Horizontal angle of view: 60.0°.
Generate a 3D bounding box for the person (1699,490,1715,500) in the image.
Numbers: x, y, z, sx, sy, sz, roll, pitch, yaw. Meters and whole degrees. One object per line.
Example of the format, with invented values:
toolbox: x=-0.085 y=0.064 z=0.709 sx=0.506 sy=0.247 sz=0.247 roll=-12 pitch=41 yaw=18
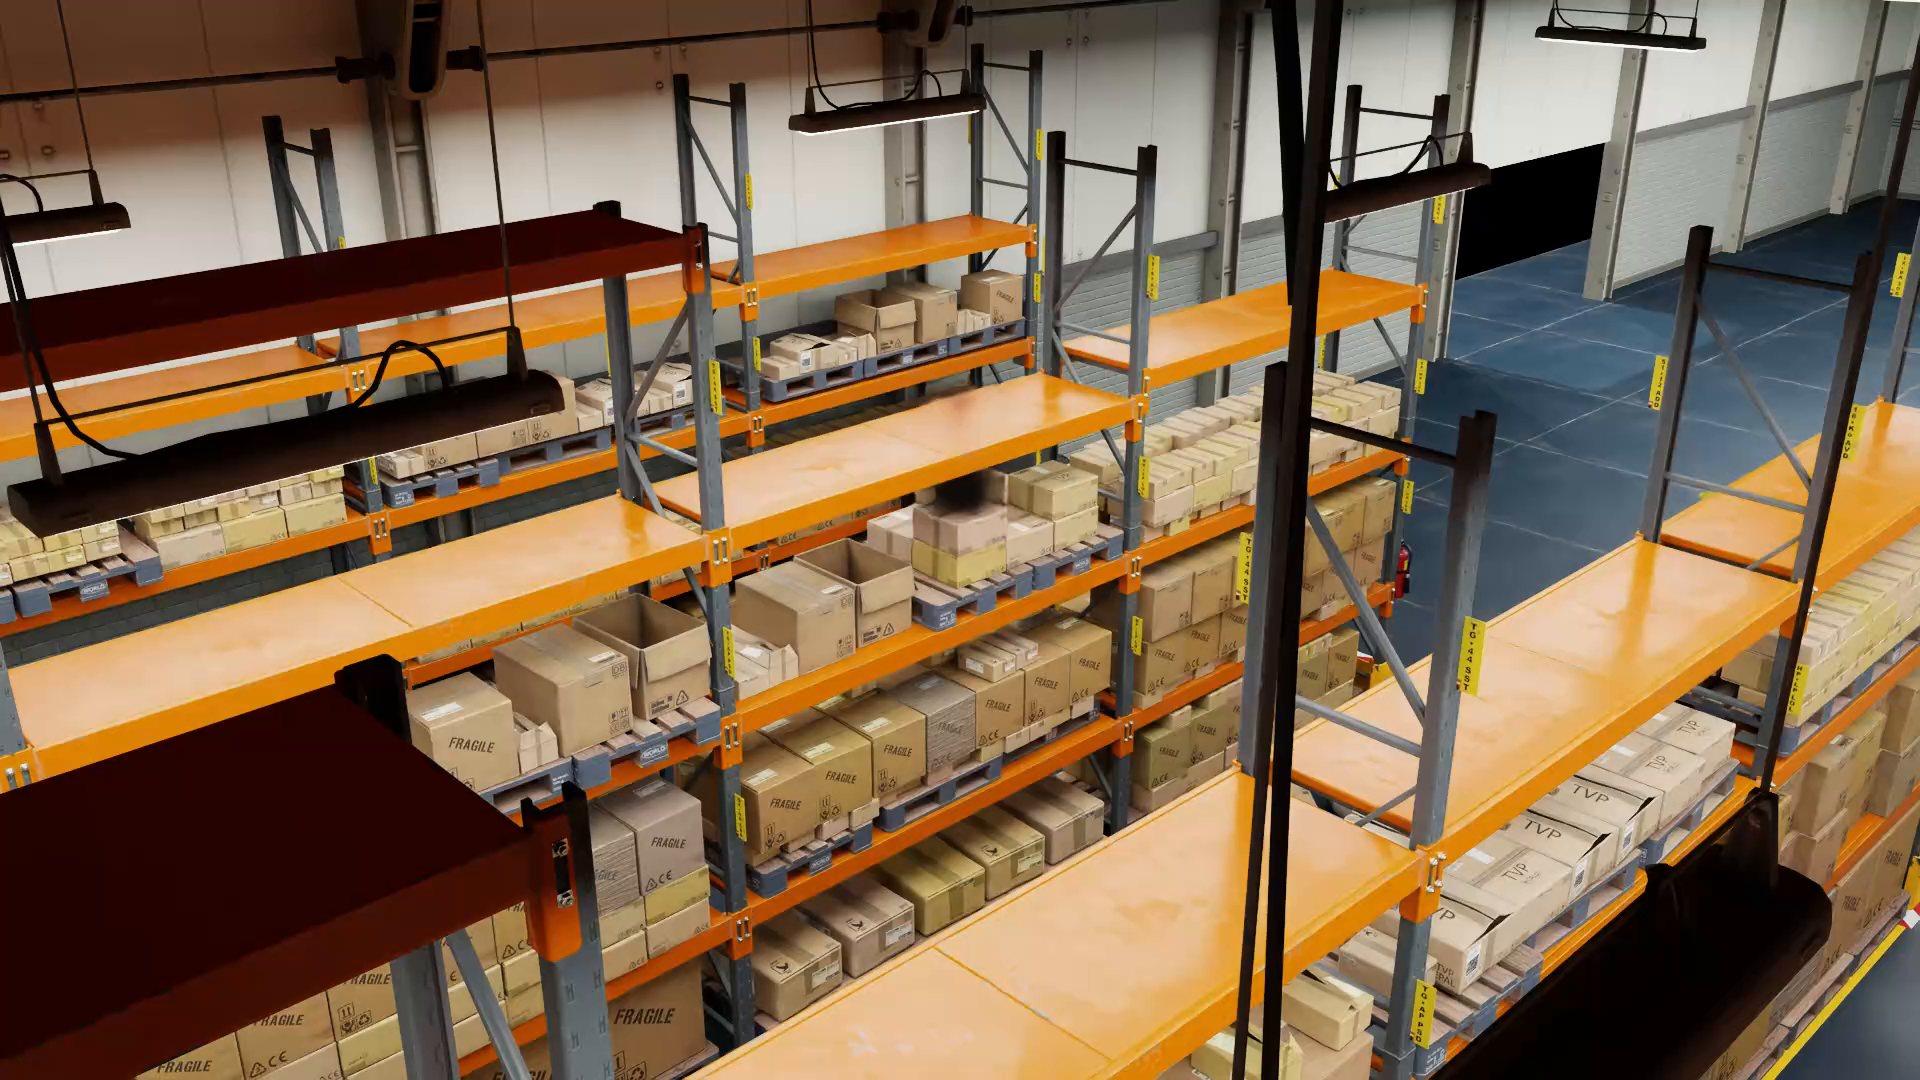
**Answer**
person: x=7.963 y=0.348 z=17.712 sx=0.743 sy=1.815 sz=0.884 roll=-1 pitch=22 yaw=-3
